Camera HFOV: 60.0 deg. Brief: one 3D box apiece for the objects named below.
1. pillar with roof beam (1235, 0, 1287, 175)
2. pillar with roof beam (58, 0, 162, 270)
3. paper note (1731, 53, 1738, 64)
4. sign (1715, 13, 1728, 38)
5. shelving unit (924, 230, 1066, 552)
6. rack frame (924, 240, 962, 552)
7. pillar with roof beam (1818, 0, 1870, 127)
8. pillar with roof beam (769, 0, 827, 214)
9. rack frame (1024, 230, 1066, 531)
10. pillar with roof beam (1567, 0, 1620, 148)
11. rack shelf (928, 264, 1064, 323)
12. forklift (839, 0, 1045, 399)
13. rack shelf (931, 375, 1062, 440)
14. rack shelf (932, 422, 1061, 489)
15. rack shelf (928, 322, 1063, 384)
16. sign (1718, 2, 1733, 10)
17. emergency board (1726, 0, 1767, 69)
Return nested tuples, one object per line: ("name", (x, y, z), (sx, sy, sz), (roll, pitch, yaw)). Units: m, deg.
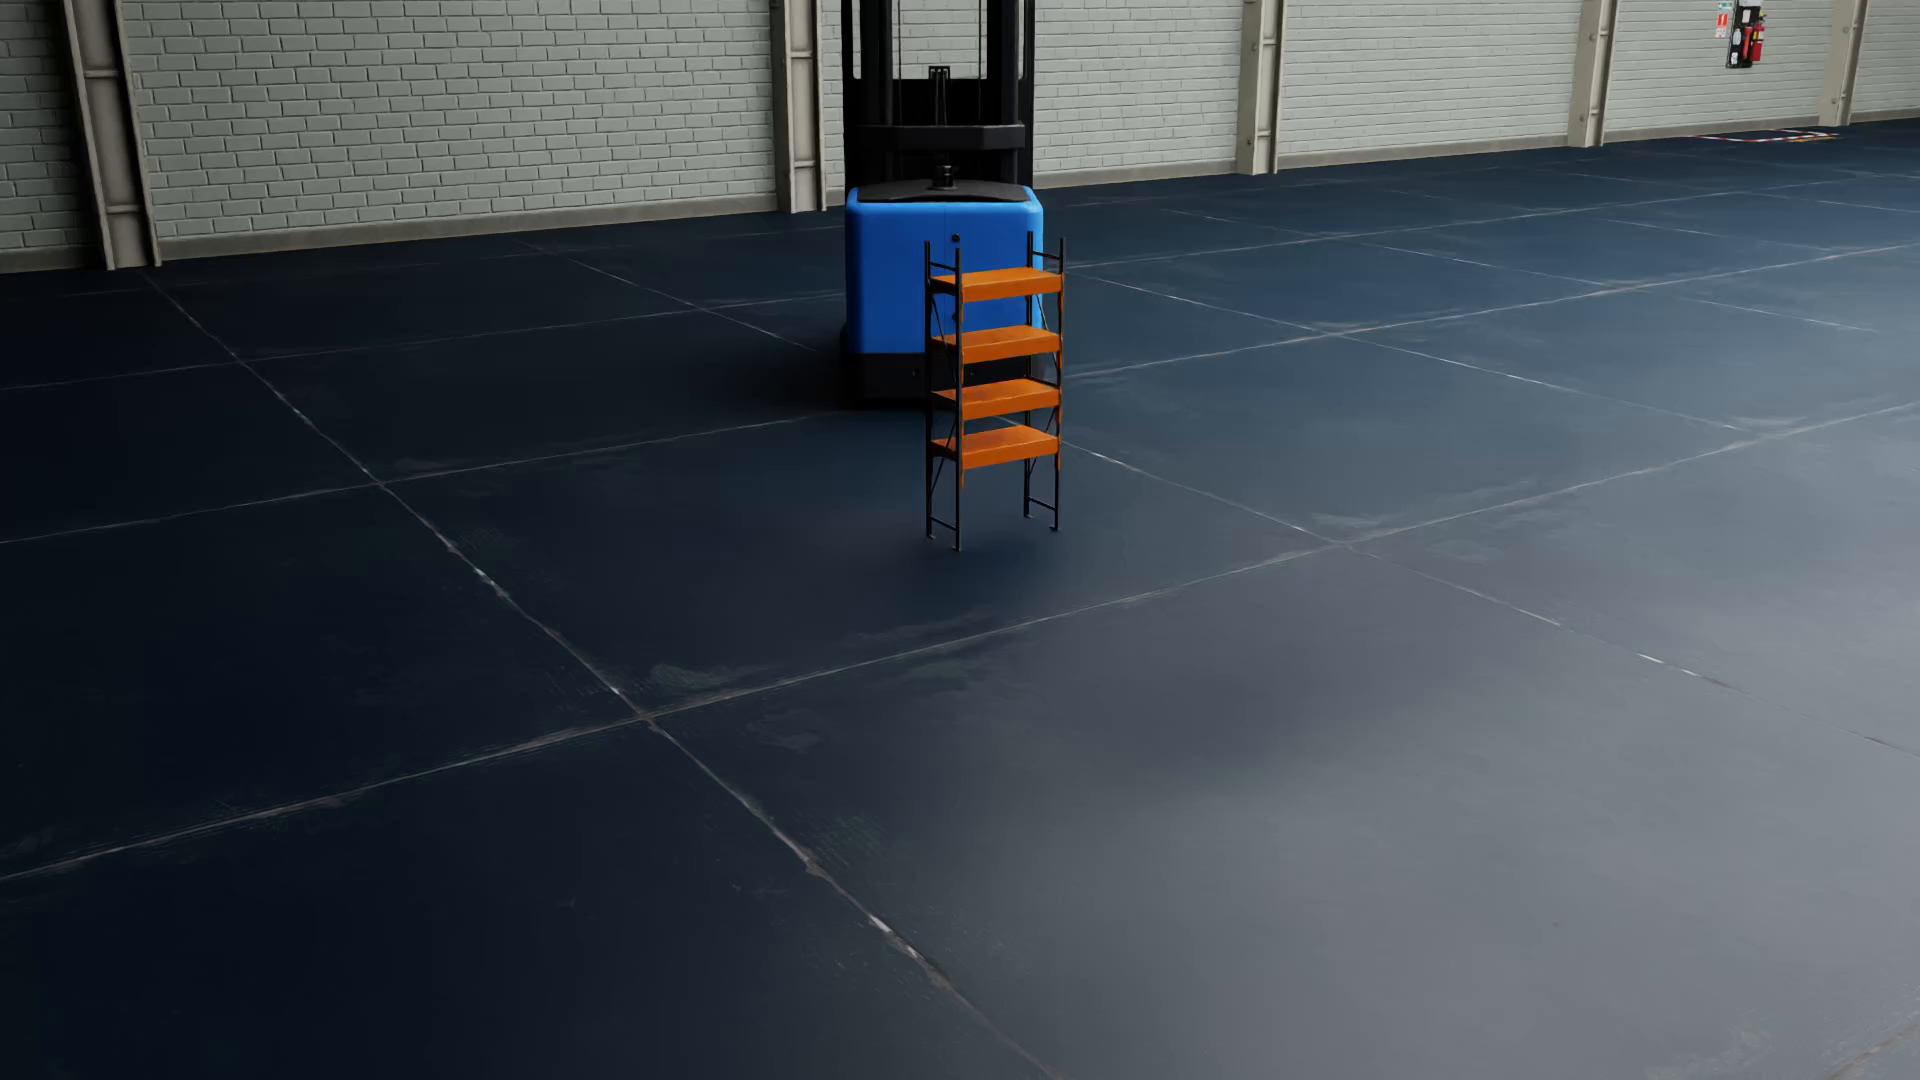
("pillar with roof beam", (5.824, -7.401, 14.587), (0.400, 9.000, 9.100), (-12, 22, -31))
("pillar with roof beam", (-4.198, -5.288, 8.335), (0.400, 9.000, 9.100), (-12, 22, -31))
("paper note", (11.208, -6.970, 24.052), (0.142, 0.148, 0.016), (-12, 22, -31))
("sign", (10.875, -7.347, 23.737), (0.234, 0.329, 0.001), (-12, 22, -31))
("shelving unit", (0.138, -0.598, 6.639), (0.503, 1.200, 0.258), (-12, 22, -31))
("rack frame", (-0.066, -0.555, 6.512), (0.015, 1.200, 0.240), (-12, 22, -31))
("pillar with roof beam", (15.846, -9.515, 20.839), (0.400, 9.000, 9.100), (-12, 22, -31))
("pillar with roof beam", (0.813, -6.345, 11.461), (0.400, 9.000, 9.100), (-12, 22, -31))
("rack frame", (0.342, -0.641, 6.766), (0.015, 1.200, 0.240), (-12, 22, -31))
("pillar with roof beam", (10.835, -8.458, 17.713), (0.400, 9.000, 9.100), (-12, 22, -31))
("rack shelf", (0.138, -0.970, 6.513), (0.480, 0.148, 0.258), (-12, 22, -31))
("forklift", (-0.133, -2.550, 9.712), (1.130, 2.935, 3.031), (-1, 19, -2))
("rack shelf", (0.138, -0.534, 6.660), (0.480, 0.148, 0.258), (-12, 22, -31))
("rack shelf", (0.138, -0.346, 6.724), (0.480, 0.148, 0.258), (-12, 22, -31))
("rack shelf", (0.138, -0.746, 6.589), (0.480, 0.148, 0.258), (-12, 22, -31))
("sign", (10.884, -7.596, 23.647), (0.331, 0.109, 0.001), (-12, 22, -31))
("emergency board", (11.393, -7.400, 23.949), (0.643, 1.169, 0.194), (-12, 22, -31))
